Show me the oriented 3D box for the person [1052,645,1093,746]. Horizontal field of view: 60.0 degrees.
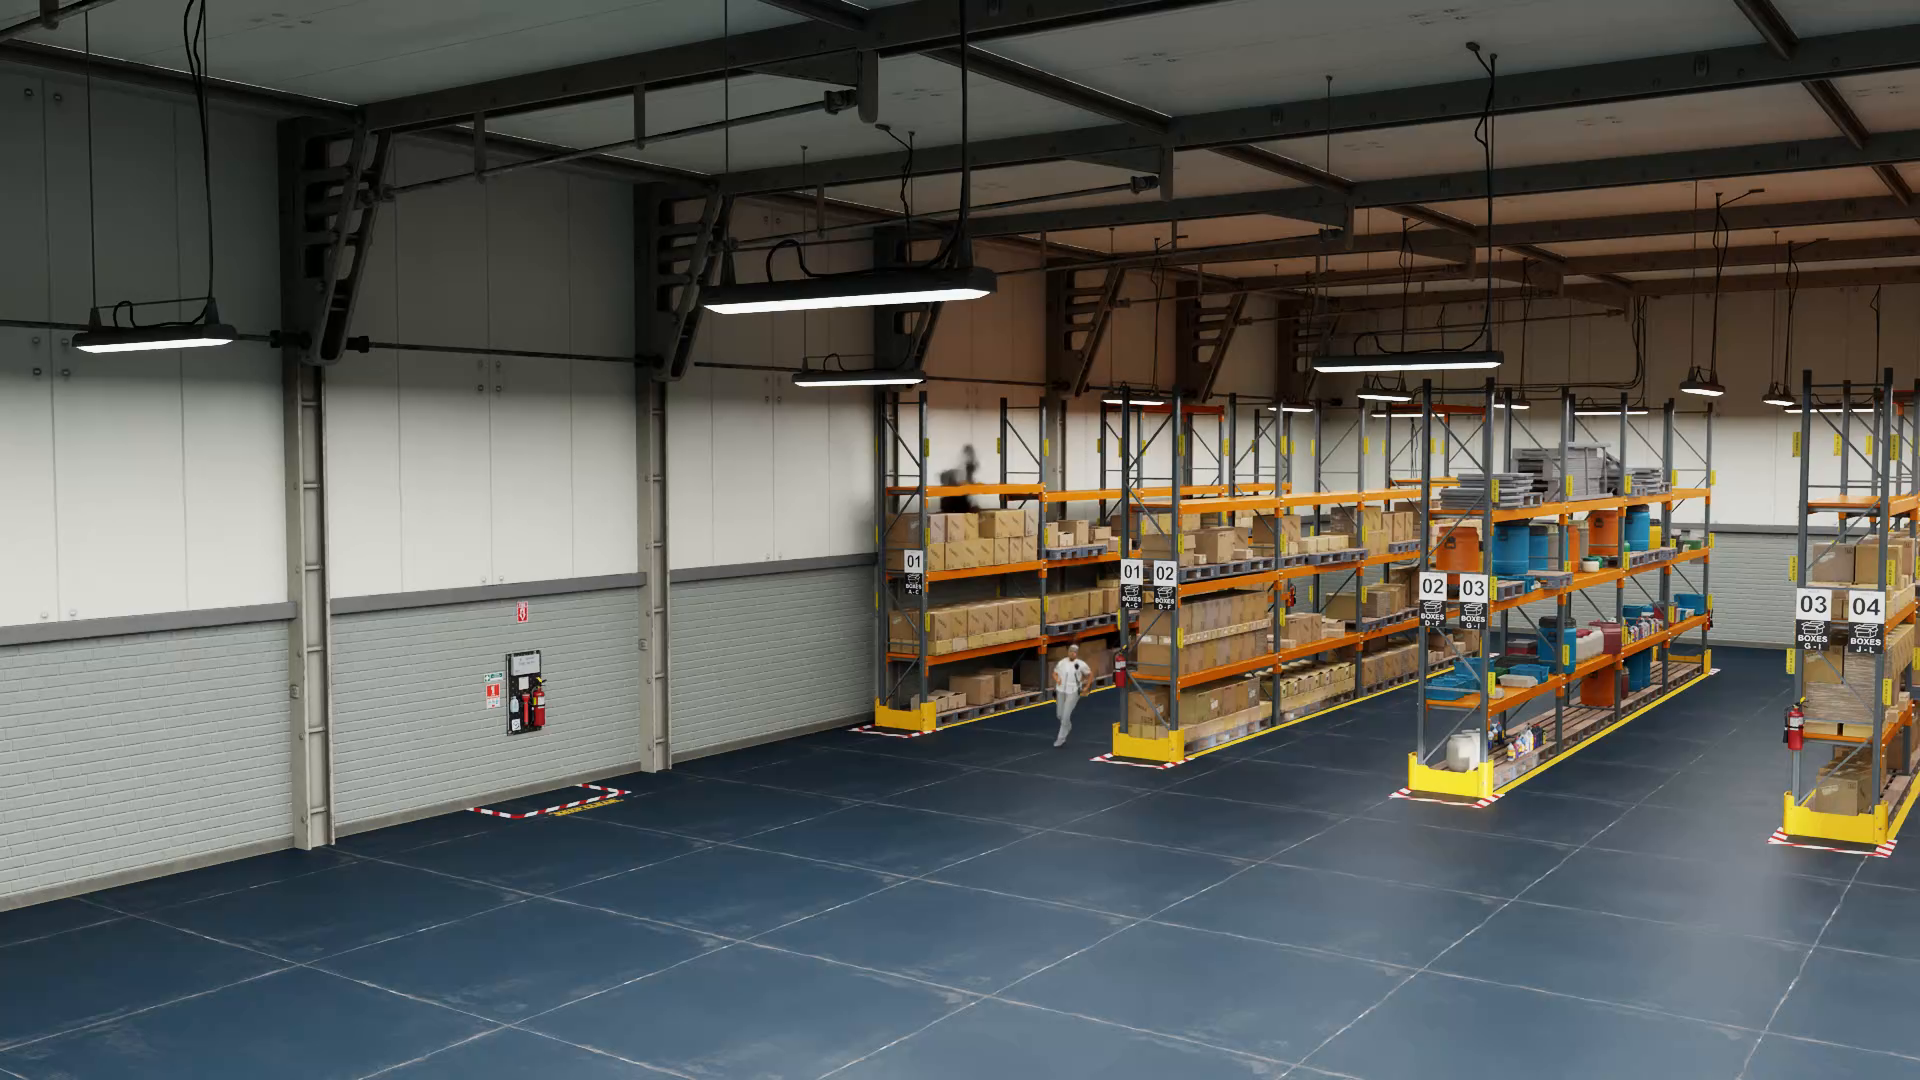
[{"bbox_3d":[1.850,2.594,28.002,0.669,1.660,0.847,2,4,27],"label":"person"}]
